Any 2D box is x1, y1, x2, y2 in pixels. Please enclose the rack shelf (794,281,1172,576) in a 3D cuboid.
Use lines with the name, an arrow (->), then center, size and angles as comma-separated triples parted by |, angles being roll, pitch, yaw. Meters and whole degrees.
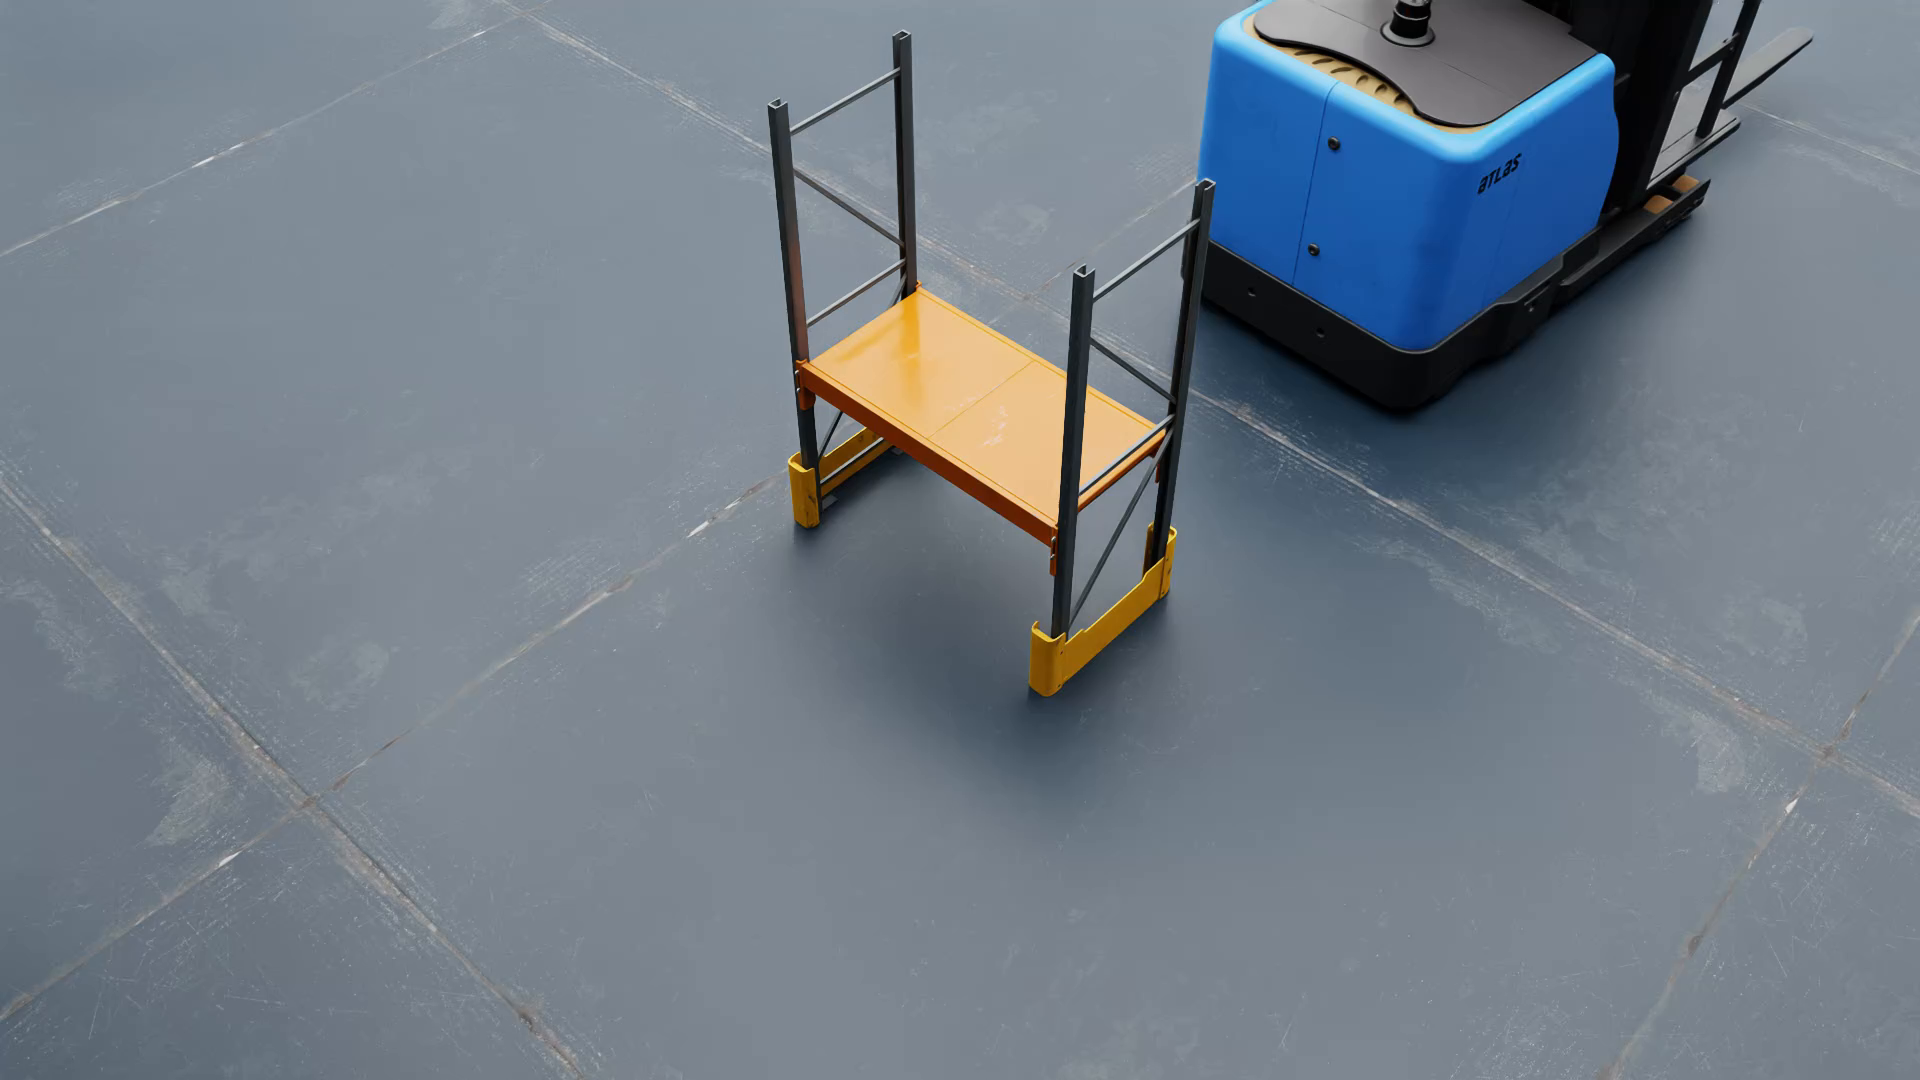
rack shelf -> 0.063, -0.348, 4.795 | 1.000, 0.185, 0.538 | 34, 55, 28

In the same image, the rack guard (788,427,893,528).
rack guard -> -0.310, -0.294, 5.355 | 0.087, 0.250, 0.587 | 34, 55, 28

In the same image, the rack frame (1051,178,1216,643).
rack frame -> 0.436, -0.220, 4.428 | 0.032, 1.500, 0.500 | 34, 55, 28

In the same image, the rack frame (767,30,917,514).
rack frame -> -0.311, -0.723, 4.900 | 0.032, 1.500, 0.500 | 34, 55, 28

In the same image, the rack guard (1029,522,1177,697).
rack guard -> 0.422, 0.198, 4.892 | 0.087, 0.250, 0.587 | 34, 55, 28

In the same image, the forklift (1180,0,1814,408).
forklift -> 2.226, -2.393, 5.487 | 3.031, 2.935, 1.130 | -34, 55, -28

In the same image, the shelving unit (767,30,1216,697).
shelving unit -> 0.056, -0.476, 4.668 | 1.083, 1.500, 0.587 | 34, 55, 28
